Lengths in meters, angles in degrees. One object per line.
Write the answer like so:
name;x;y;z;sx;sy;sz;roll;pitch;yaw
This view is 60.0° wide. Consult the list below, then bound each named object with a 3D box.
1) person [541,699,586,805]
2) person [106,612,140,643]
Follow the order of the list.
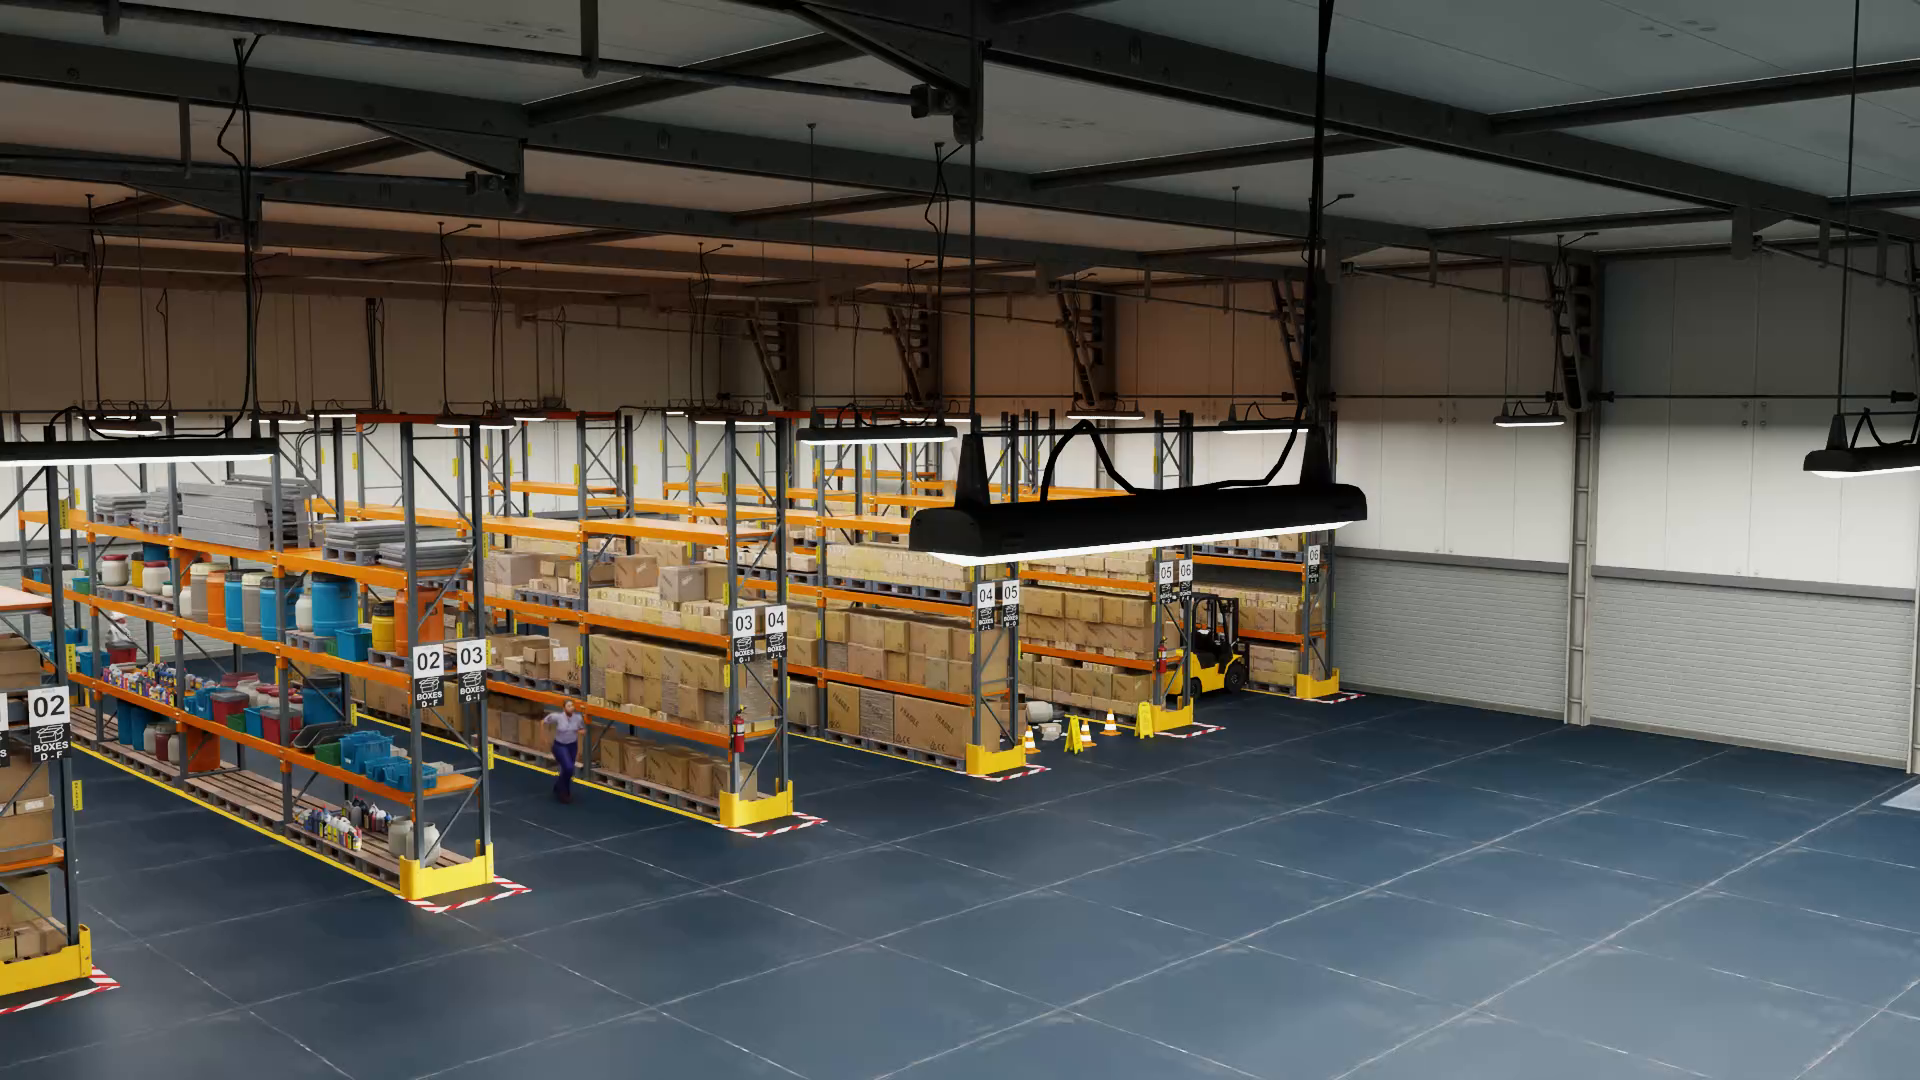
person;-6.139;3.316;25.862;0.630;1.556;0.783;-4;7;-40
person;-17.749;2.391;35.195;0.911;1.807;0.667;-3;6;-32
